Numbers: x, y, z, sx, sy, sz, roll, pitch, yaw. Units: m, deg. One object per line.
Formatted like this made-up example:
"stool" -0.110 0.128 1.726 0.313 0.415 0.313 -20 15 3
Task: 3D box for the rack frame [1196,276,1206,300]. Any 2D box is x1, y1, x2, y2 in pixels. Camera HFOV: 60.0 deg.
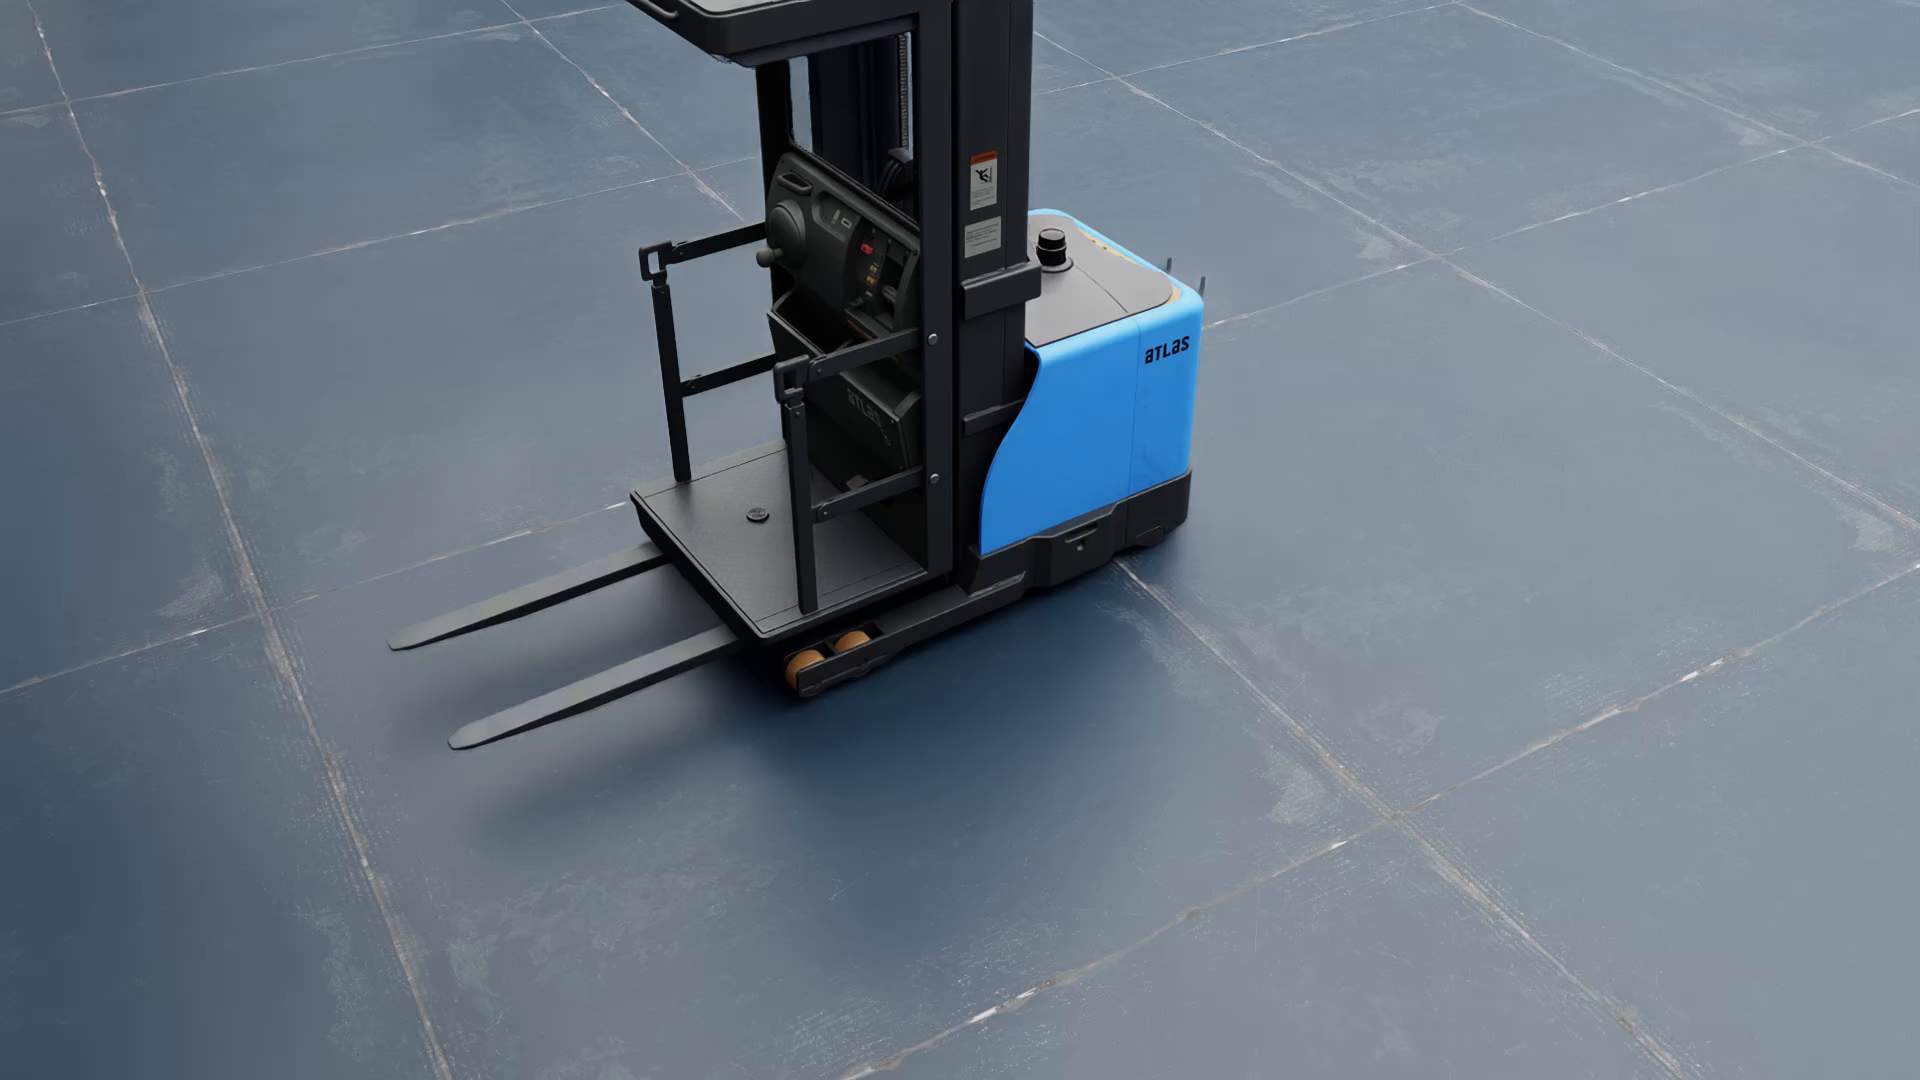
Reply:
"rack frame" 0.875 -0.653 6.874 0.240 0.900 0.006 -21 41 -29

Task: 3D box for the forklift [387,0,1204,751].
"forklift" -0.583 -0.977 5.603 3.031 2.935 1.130 -21 41 -27

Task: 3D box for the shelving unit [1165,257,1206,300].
"shelving unit" 0.816 -0.702 6.941 0.258 0.900 0.210 -21 41 -29

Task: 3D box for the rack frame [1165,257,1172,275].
"rack frame" 0.757 -0.751 7.008 0.240 0.900 0.006 -21 41 -29
